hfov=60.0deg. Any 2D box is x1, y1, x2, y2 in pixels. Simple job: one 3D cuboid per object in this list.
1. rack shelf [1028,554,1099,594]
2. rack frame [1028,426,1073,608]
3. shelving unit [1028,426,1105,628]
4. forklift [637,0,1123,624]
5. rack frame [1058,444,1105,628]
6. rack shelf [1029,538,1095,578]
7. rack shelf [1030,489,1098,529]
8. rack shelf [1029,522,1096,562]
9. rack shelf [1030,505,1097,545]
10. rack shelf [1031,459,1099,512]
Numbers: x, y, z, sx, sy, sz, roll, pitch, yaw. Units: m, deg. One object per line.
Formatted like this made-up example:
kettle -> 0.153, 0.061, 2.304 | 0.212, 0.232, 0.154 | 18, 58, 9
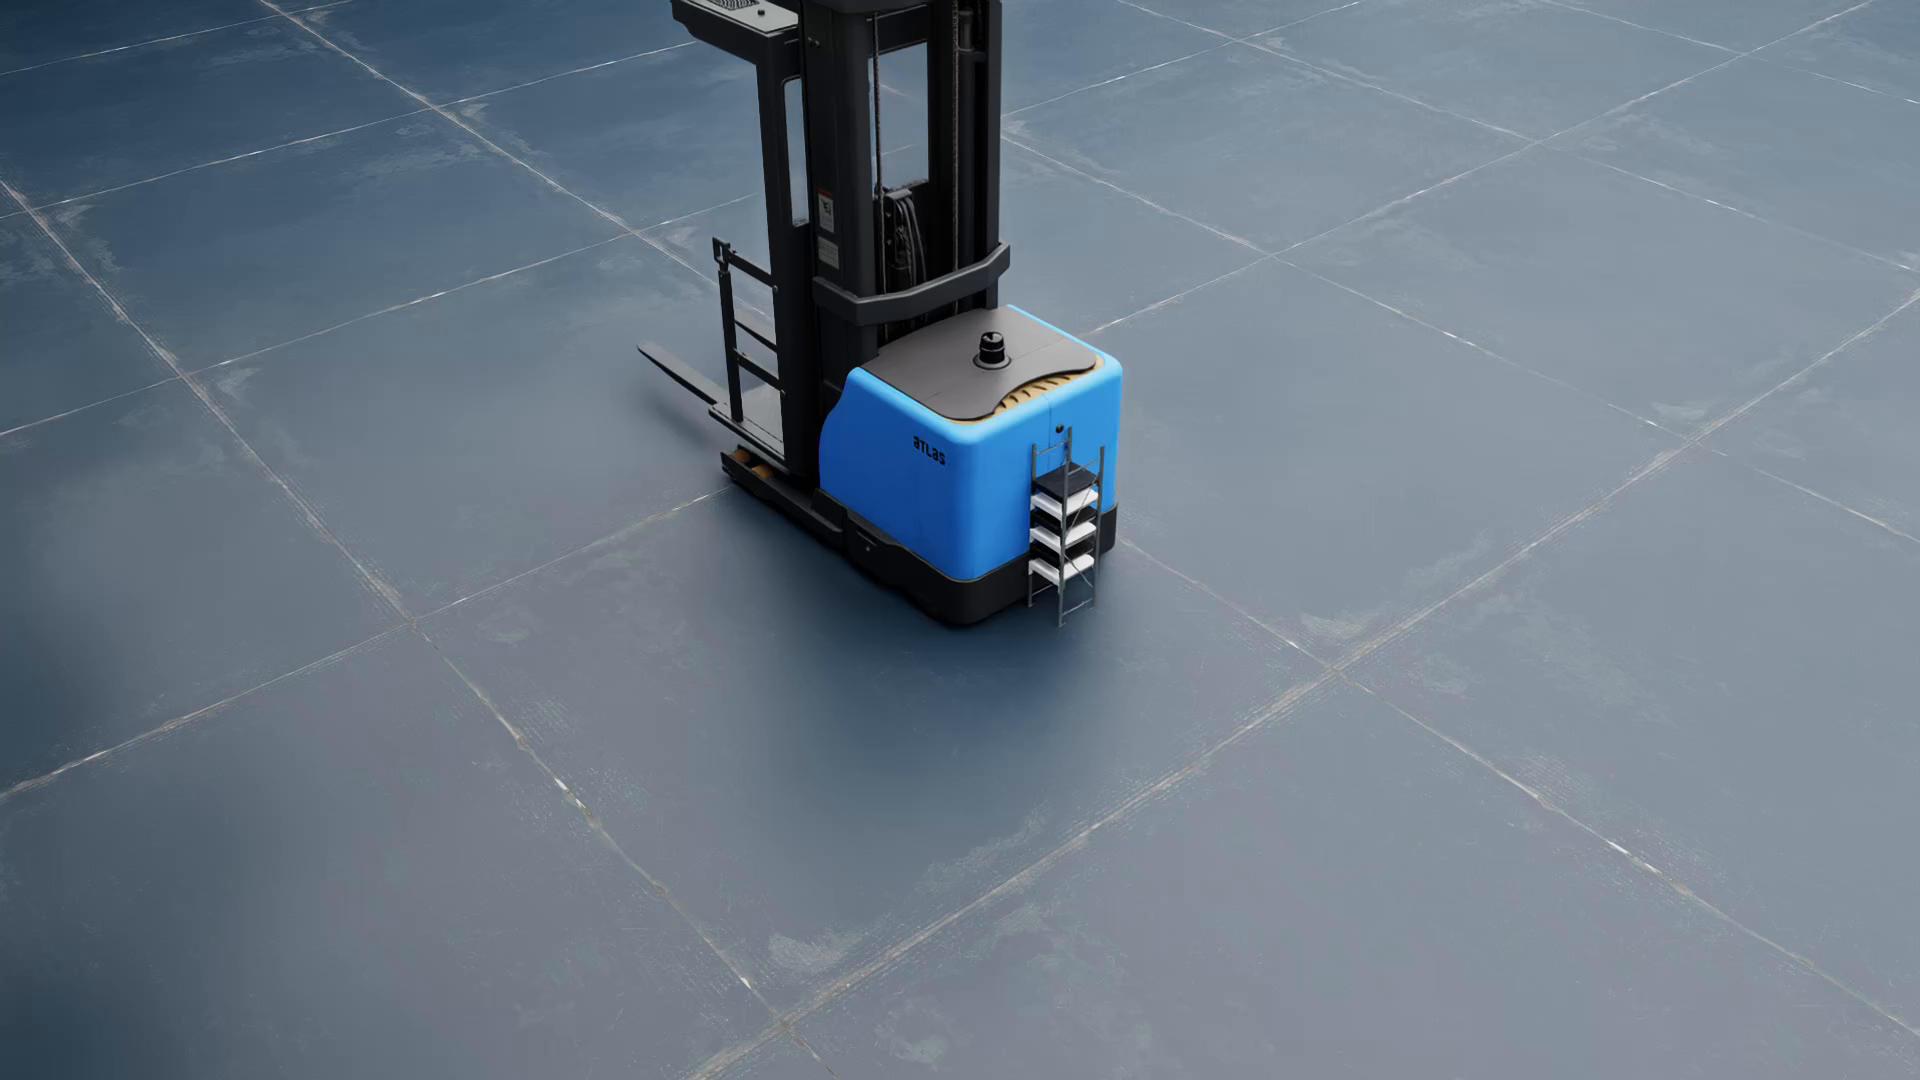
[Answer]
rack shelf -> 0.476, 0.124, 7.666 | 0.258, 0.077, 0.200 | -27, 43, -32
rack frame -> 0.409, -0.095, 7.605 | 0.240, 0.900, 0.006 | -27, 43, -32
shelving unit -> 0.476, -0.050, 7.543 | 0.258, 0.900, 0.210 | -27, 43, -32
forklift -> -0.589, -1.587, 7.955 | 1.130, 2.935, 3.031 | -27, 43, -32
rack frame -> 0.543, -0.006, 7.480 | 0.240, 0.900, 0.006 | -27, 43, -32
rack shelf -> 0.476, 0.050, 7.614 | 0.258, 0.077, 0.200 | -27, 43, -32
rack shelf -> 0.476, -0.170, 7.458 | 0.258, 0.077, 0.200 | -27, 43, -32
rack shelf -> 0.476, -0.023, 7.562 | 0.258, 0.077, 0.200 | -27, 43, -32
rack shelf -> 0.476, -0.097, 7.510 | 0.258, 0.077, 0.200 | -27, 43, -32
rack shelf -> 0.476, -0.244, 7.406 | 0.258, 0.077, 0.200 | -27, 43, -32
